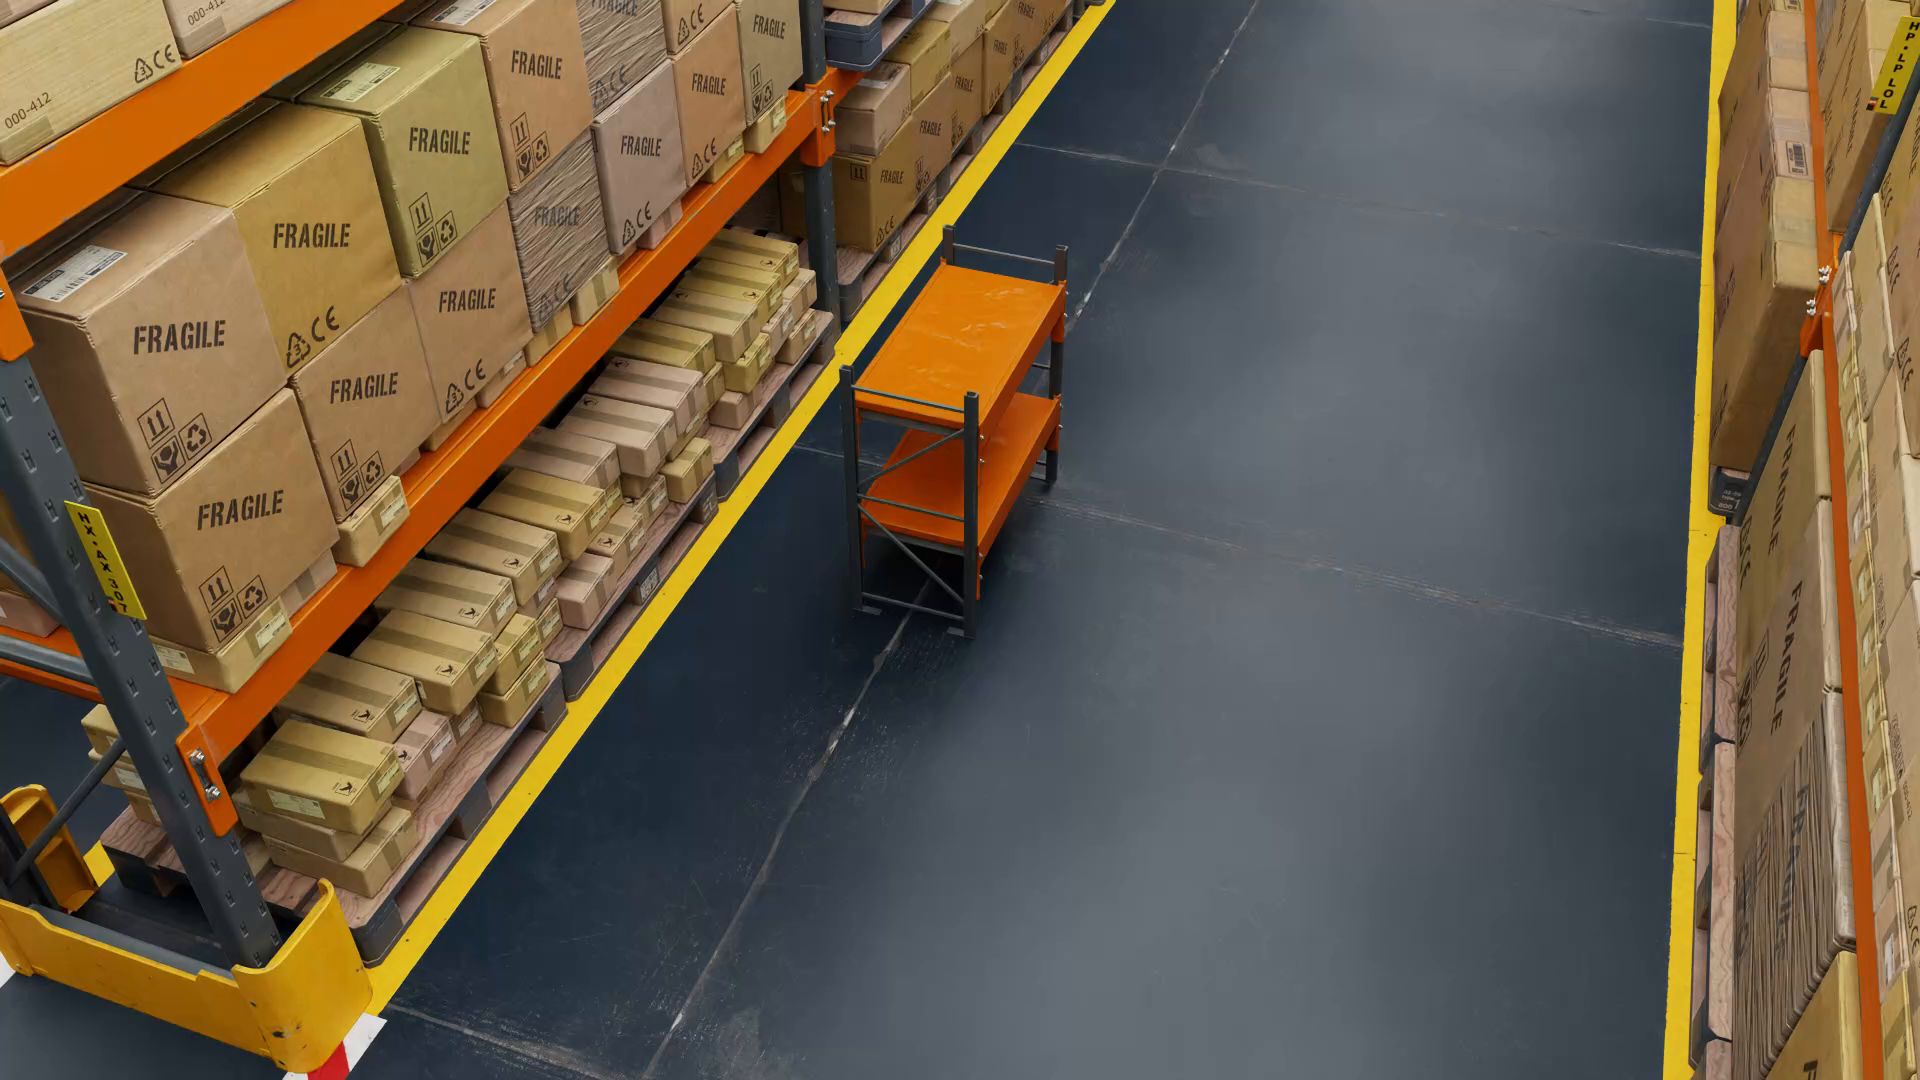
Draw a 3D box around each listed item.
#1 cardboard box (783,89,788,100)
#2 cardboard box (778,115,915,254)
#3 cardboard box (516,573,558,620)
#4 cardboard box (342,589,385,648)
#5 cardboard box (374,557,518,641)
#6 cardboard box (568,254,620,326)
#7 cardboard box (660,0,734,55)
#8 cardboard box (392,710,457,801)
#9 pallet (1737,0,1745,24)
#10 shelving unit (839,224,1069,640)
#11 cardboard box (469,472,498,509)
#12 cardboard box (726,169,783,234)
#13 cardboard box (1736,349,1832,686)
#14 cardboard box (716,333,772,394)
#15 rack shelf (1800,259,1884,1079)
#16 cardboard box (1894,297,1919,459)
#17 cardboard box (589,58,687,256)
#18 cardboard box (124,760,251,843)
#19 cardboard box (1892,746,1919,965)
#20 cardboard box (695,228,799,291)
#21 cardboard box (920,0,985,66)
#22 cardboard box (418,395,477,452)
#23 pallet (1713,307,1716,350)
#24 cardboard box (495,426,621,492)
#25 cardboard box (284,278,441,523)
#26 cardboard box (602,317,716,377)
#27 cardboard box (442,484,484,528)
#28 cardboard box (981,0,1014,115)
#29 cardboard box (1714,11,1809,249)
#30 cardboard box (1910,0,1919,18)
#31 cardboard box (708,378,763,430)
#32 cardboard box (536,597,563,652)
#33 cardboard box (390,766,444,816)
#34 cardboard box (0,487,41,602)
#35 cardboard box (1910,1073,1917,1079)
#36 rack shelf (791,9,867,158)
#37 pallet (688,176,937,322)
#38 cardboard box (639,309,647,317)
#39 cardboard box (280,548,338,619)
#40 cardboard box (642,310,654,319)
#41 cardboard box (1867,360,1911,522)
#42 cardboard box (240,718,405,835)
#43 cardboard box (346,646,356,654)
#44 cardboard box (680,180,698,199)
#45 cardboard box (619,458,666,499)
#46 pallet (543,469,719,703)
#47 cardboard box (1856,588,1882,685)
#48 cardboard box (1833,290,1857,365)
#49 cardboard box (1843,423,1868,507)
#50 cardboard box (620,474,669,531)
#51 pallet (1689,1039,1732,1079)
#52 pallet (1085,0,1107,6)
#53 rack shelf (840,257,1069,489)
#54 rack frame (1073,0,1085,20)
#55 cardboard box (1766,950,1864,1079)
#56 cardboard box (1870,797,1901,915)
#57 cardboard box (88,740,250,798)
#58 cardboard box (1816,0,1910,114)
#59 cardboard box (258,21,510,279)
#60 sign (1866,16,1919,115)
[{"bbox_3d":[-0.930,-1.860,6.813,0.380,0.149,0.250,13,42,15],"label":"cardboard box"},{"bbox_3d":[-0.550,-1.783,8.131,0.500,0.500,0.500,15,43,17],"label":"cardboard box"},{"bbox_3d":[-1.661,0.168,5.886,0.380,0.149,0.250,11,42,13],"label":"cardboard box"},{"bbox_3d":[-2.143,0.226,5.818,0.380,0.149,0.250,13,42,15],"label":"cardboard box"},{"bbox_3d":[-1.726,0.222,5.593,0.380,0.149,0.250,11,42,13],"label":"cardboard box"},{"bbox_3d":[-1.397,-0.891,5.677,0.380,0.149,0.250,14,42,16],"label":"cardboard box"},{"bbox_3d":[-1.130,-2.050,5.766,0.500,0.500,0.500,12,42,14],"label":"cardboard box"},{"bbox_3d":[-1.853,0.652,5.318,0.380,0.149,0.250,13,42,15],"label":"cardboard box"},{"bbox_3d":[5.630,-3.616,10.826,1.003,0.211,1.213,13,42,15],"label":"pallet"},{"bbox_3d":[-0.002,-0.424,6.380,0.538,1.125,1.048,13,42,15],"label":"shelving unit"},{"bbox_3d":[-1.993,-0.278,6.409,0.380,0.149,0.250,14,42,16],"label":"cardboard box"},{"bbox_3d":[-1.035,-1.898,8.266,0.500,0.500,0.500,13,42,14],"label":"cardboard box"},{"bbox_3d":[3.274,0.014,5.736,0.875,0.875,0.875,13,42,15],"label":"cardboard box"},{"bbox_3d":[-1.017,-0.773,6.988,0.380,0.149,0.250,12,42,14],"label":"cardboard box"},{"bbox_3d":[2.891,0.474,4.438,1.077,0.370,4.000,13,42,15],"label":"rack shelf"},{"bbox_3d":[2.821,-0.509,4.344,0.500,0.500,0.500,12,42,14],"label":"cardboard box"},{"bbox_3d":[-1.302,-1.356,5.722,0.500,0.500,0.500,13,42,15],"label":"cardboard box"},{"bbox_3d":[-2.436,0.815,5.356,0.380,0.149,0.250,14,42,16],"label":"cardboard box"},{"bbox_3d":[2.297,0.700,3.504,0.500,0.250,0.500,13,42,14],"label":"cardboard box"},{"bbox_3d":[-0.929,-1.209,7.270,0.380,0.149,0.250,14,43,16],"label":"cardboard box"},{"bbox_3d":[-0.193,-2.704,8.632,0.500,0.250,0.500,15,43,17],"label":"cardboard box"},{"bbox_3d":[-1.735,-0.437,5.144,0.380,0.149,0.250,13,42,15],"label":"cardboard box"},{"bbox_3d":[4.183,-1.193,7.985,1.003,0.211,1.213,13,42,15],"label":"pallet"},{"bbox_3d":[-1.494,-0.270,6.170,0.380,0.149,0.250,13,42,15],"label":"cardboard box"},{"bbox_3d":[-1.847,-0.438,4.646,0.500,0.500,0.500,13,42,15],"label":"cardboard box"},{"bbox_3d":[-1.219,-0.750,6.732,0.380,0.149,0.250,15,43,16],"label":"cardboard box"},{"bbox_3d":[-1.986,-0.206,6.095,0.380,0.149,0.250,12,42,14],"label":"cardboard box"},{"bbox_3d":[-0.010,-2.729,9.240,0.500,0.500,0.500,11,42,13],"label":"cardboard box"},{"bbox_3d":[4.375,-1.852,7.924,1.225,0.875,0.875,13,42,15],"label":"cardboard box"},{"bbox_3d":[4.031,-2.247,6.222,0.797,0.503,0.637,14,42,16],"label":"cardboard box"},{"bbox_3d":[-1.063,-0.627,7.047,0.380,0.149,0.250,12,42,14],"label":"cardboard box"},{"bbox_3d":[-1.661,0.295,5.966,0.380,0.149,0.250,13,42,15],"label":"cardboard box"},{"bbox_3d":[-1.927,0.756,5.426,0.380,0.149,0.250,13,42,15],"label":"cardboard box"},{"bbox_3d":[-2.508,-0.225,4.396,0.500,0.500,0.500,14,42,16],"label":"cardboard box"},{"bbox_3d":[2.019,1.225,3.196,0.380,0.149,0.250,14,42,16],"label":"cardboard box"},{"bbox_3d":[-0.368,-3.128,8.660,1.077,0.370,4.000,13,42,15],"label":"rack shelf"},{"bbox_3d":[-0.787,-1.596,8.458,1.003,0.211,1.213,13,42,15],"label":"pallet"},{"bbox_3d":[-1.554,-0.999,7.025,0.380,0.149,0.250,13,42,14],"label":"cardboard box"},{"bbox_3d":[-1.953,0.064,4.558,0.380,0.149,0.250,15,43,17],"label":"cardboard box"},{"bbox_3d":[-1.528,-0.889,7.125,0.380,0.149,0.250,13,42,15],"label":"cardboard box"},{"bbox_3d":[2.821,-0.228,4.592,0.500,0.250,0.500,14,43,16],"label":"cardboard box"},{"bbox_3d":[-1.921,0.712,5.019,0.380,0.149,0.250,11,42,13],"label":"cardboard box"},{"bbox_3d":[-2.199,0.340,5.913,0.380,0.149,0.250,14,42,16],"label":"cardboard box"},{"bbox_3d":[-1.215,-1.387,6.258,0.380,0.149,0.250,12,42,14],"label":"cardboard box"},{"bbox_3d":[-1.374,-0.323,6.461,0.380,0.149,0.250,11,42,13],"label":"cardboard box"},{"bbox_3d":[-1.664,0.043,6.537,1.003,0.211,1.213,13,42,15],"label":"pallet"},{"bbox_3d":[2.542,0.293,4.289,0.380,0.149,0.250,14,42,16],"label":"cardboard box"},{"bbox_3d":[3.071,-0.657,5.403,0.380,0.149,0.250,12,42,14],"label":"cardboard box"},{"bbox_3d":[2.806,-0.180,4.843,0.380,0.149,0.250,13,42,14],"label":"cardboard box"},{"bbox_3d":[-1.372,-0.167,6.508,0.380,0.149,0.250,14,42,16],"label":"cardboard box"},{"bbox_3d":[2.407,1.976,4.271,1.003,0.211,1.213,13,42,15],"label":"pallet"},{"bbox_3d":[0.656,-4.025,11.305,1.003,0.211,1.213,13,42,15],"label":"pallet"},{"bbox_3d":[-0.002,-0.646,6.190,0.538,0.278,1.000,13,42,15],"label":"rack shelf"},{"bbox_3d":[0.316,-4.622,9.856,1.000,3.000,0.127,13,42,15],"label":"rack frame"},{"bbox_3d":[2.350,1.661,3.806,0.875,0.875,0.875,13,42,15],"label":"cardboard box"},{"bbox_3d":[2.280,0.761,3.741,0.380,0.149,0.250,14,42,16],"label":"cardboard box"},{"bbox_3d":[-2.507,0.684,5.281,0.380,0.149,0.250,12,42,14],"label":"cardboard box"},{"bbox_3d":[3.826,-2.024,6.734,0.500,0.500,0.500,13,42,15],"label":"cardboard box"},{"bbox_3d":[-1.651,-1.110,4.664,0.500,0.500,0.500,12,42,14],"label":"cardboard box"},{"bbox_3d":[3.061,-1.544,5.418,0.100,0.325,0.005,13,42,15],"label":"sign"}]
